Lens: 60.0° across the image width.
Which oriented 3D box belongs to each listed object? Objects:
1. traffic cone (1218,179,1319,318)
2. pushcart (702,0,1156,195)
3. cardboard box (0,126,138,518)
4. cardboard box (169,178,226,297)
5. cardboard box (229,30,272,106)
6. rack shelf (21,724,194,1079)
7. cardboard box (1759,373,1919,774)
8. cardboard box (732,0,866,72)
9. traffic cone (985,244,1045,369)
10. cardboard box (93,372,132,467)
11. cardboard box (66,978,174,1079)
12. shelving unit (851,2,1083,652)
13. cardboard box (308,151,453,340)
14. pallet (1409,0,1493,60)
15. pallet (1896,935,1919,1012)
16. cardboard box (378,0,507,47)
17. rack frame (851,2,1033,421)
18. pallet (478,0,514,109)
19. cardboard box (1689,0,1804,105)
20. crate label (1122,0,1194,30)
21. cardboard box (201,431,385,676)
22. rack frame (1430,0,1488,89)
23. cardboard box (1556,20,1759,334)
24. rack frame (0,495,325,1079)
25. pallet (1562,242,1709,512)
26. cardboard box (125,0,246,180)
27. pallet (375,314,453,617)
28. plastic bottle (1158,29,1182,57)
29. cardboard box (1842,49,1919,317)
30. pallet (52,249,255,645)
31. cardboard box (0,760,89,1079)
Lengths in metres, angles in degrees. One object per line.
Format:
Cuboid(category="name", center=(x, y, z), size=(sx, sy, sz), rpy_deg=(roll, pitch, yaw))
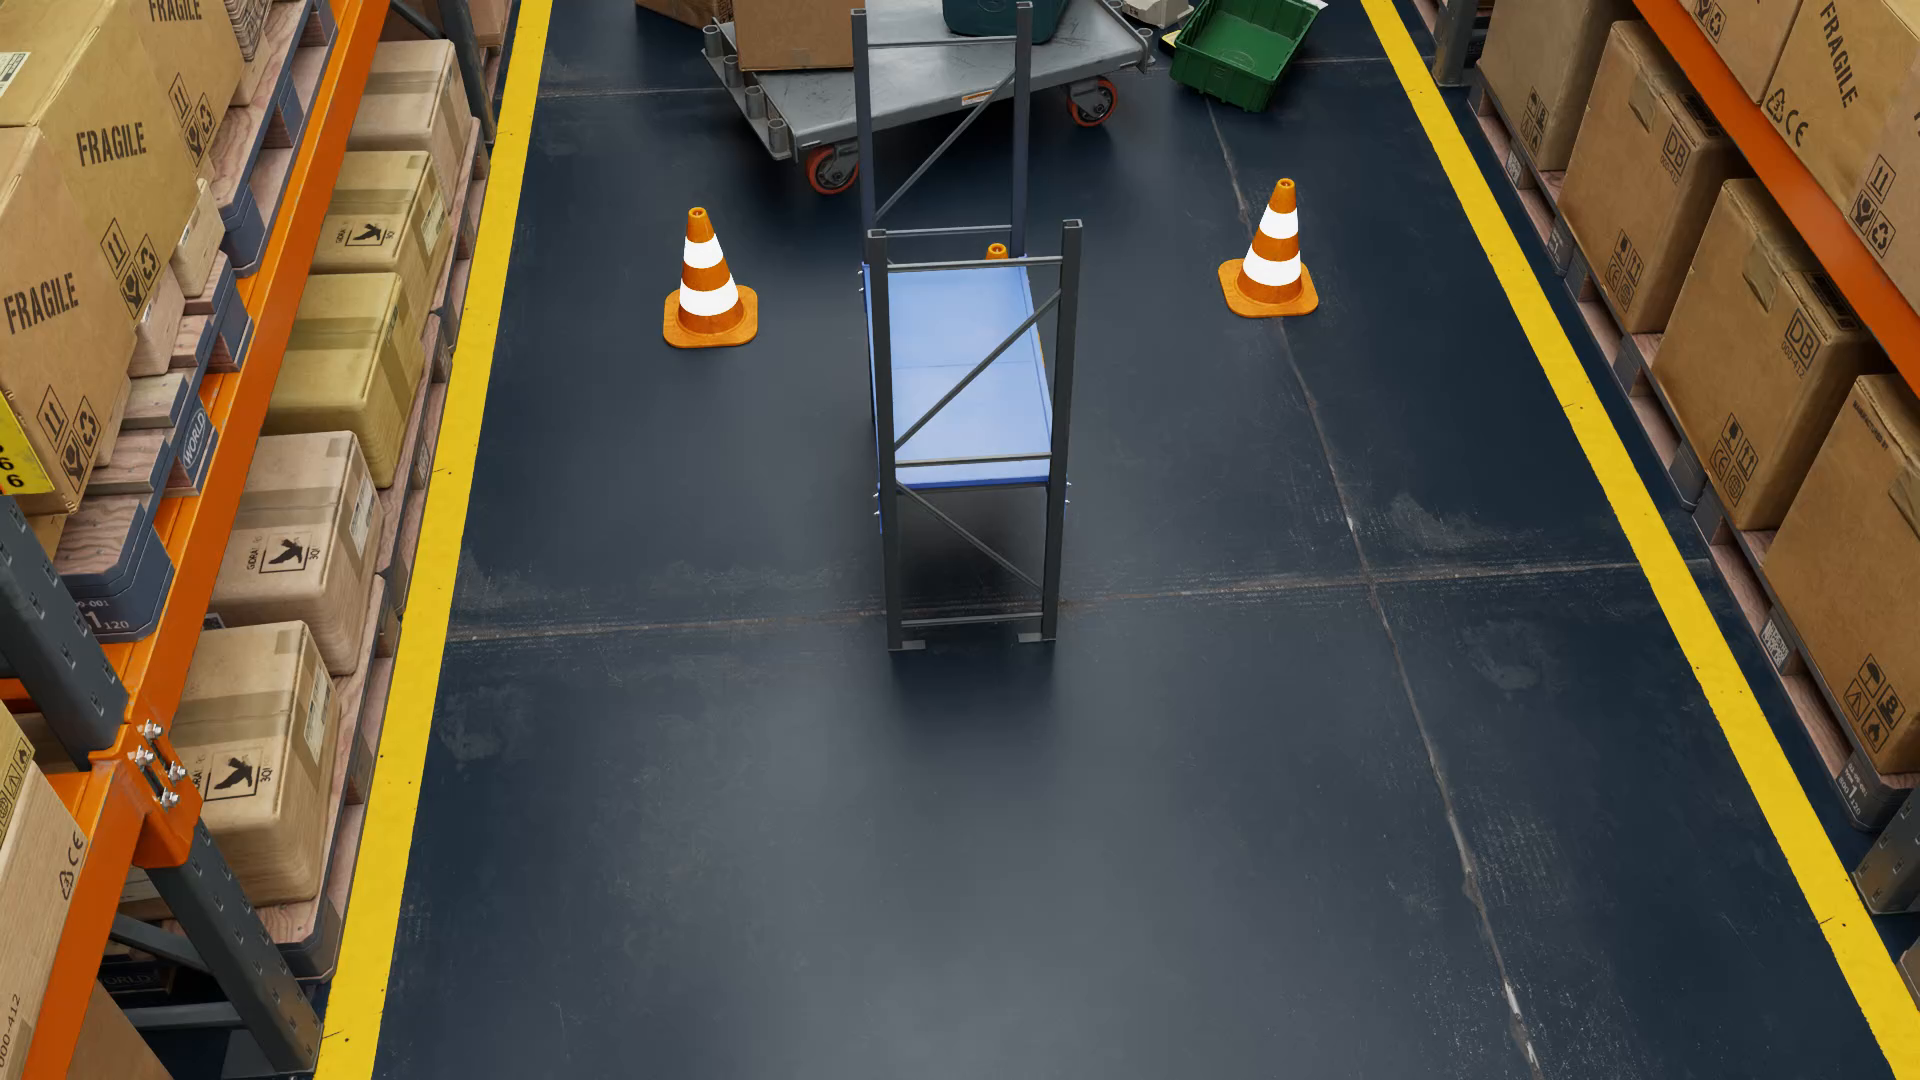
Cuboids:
Cuboid(category="traffic cone", center=(1.133, -1.087, 5.961), size=(0.336, 0.463, 0.334), rpy_deg=(-3, 47, -3))
Cuboid(category="pushcart", center=(-0.131, -1.920, 6.809), size=(1.648, 0.377, 0.936), rpy_deg=(-19, 49, -17))
Cuboid(category="cardboard box", center=(-1.871, -0.374, 2.975), size=(0.500, 0.500, 0.500), rpy_deg=(-5, 47, -4))
Cuboid(category="cardboard box", center=(-1.875, -0.665, 3.698), size=(0.380, 0.149, 0.250), rpy_deg=(-3, 47, -3))
Cuboid(category="cardboard box", center=(-1.993, -1.230, 4.233), size=(0.380, 0.149, 0.250), rpy_deg=(-2, 47, -2))
Cuboid(category="rack shelf", center=(-1.896, 1.941, 1.841), size=(1.077, 0.370, 4.000), rpy_deg=(-3, 47, -3))
Cuboid(category="cardboard box", center=(2.899, 0.056, 4.391), size=(1.050, 0.750, 0.750), rpy_deg=(-4, 47, -4))
Cuboid(category="cardboard box", center=(-0.627, -2.178, 6.447), size=(0.500, 0.500, 0.500), rpy_deg=(-3, 47, -3))
Cuboid(category="traffic cone", center=(0.121, -0.814, 5.702), size=(0.336, 0.463, 0.334), rpy_deg=(-3, 47, -3))
Cuboid(category="cardboard box", center=(-1.896, -0.264, 3.318), size=(0.380, 0.149, 0.250), rpy_deg=(-6, 47, -6))
Cuboid(category="cardboard box", center=(-2.089, 1.338, 3.091), size=(0.875, 0.875, 0.875), rpy_deg=(-4, 47, -4))
Cuboid(category="shelving unit", center=(-0.007, -0.577, 4.764), size=(0.538, 1.500, 1.048), rpy_deg=(-3, 47, -3))
Cuboid(category="cardboard box", center=(-2.289, -0.989, 5.641), size=(0.950, 0.372, 0.625), rpy_deg=(-1, 47, -1))
Cuboid(category="pallet", center=(2.540, -2.617, 7.584), size=(1.003, 0.211, 1.213), rpy_deg=(-3, 47, -3))
Cuboid(category="pallet", center=(2.925, 1.397, 3.782), size=(1.003, 0.211, 1.213), rpy_deg=(-3, 47, -3))
Cuboid(category="cardboard box", center=(-2.179, -2.290, 6.957), size=(0.500, 0.250, 0.500), rpy_deg=(-5, 47, -5))
Cuboid(category="rack frame", center=(-0.050, -0.945, 5.112), size=(0.500, 1.500, 0.032), rpy_deg=(-3, 47, -3))
Cuboid(category="pallet", center=(-2.490, -2.172, 7.162), size=(1.003, 0.211, 1.213), rpy_deg=(-3, 47, -3))
Cuboid(category="cardboard box", center=(2.426, -1.564, 4.597), size=(0.500, 0.500, 0.500), rpy_deg=(-3, 47, -3))
Cuboid(category="crate label", center=(0.873, -2.423, 7.451), size=(0.298, 0.136, 0.250), rpy_deg=(-36, 56, -29))
Cuboid(category="cardboard box", center=(-2.171, 0.063, 4.645), size=(0.950, 0.372, 0.625), rpy_deg=(-4, 47, -4))
Cuboid(category="rack frame", center=(2.526, -3.021, 6.046), size=(1.000, 3.000, 0.127), rpy_deg=(-3, 47, -3))
Cuboid(category="cardboard box", center=(2.744, -1.250, 5.628), size=(1.050, 0.750, 0.750), rpy_deg=(-3, 47, -3))
Cuboid(category="rack frame", center=(-2.064, 0.247, 2.950), size=(1.000, 3.000, 0.127), rpy_deg=(-3, 47, -3))
Cuboid(category="pallet", center=(2.771, -0.624, 5.696), size=(1.003, 0.211, 1.213), rpy_deg=(-3, 47, -3))
Cuboid(category="cardboard box", center=(-1.972, -1.134, 3.696), size=(0.500, 0.500, 0.500), rpy_deg=(-3, 47, -3))
Cuboid(category="pallet", center=(-2.227, -0.241, 5.332), size=(1.003, 0.211, 1.213), rpy_deg=(-3, 47, -3))
Cuboid(category="plastic bottle", center=(0.999, -2.119, 7.215), size=(0.133, 0.061, 0.283), rpy_deg=(-27, 52, -23))
Cuboid(category="cardboard box", center=(2.515, -0.832, 3.903), size=(0.500, 0.500, 0.500), rpy_deg=(-3, 47, -3))
Cuboid(category="pallet", center=(-2.229, -0.197, 3.502), size=(1.213, 0.211, 1.003), rpy_deg=(-3, 47, -3))
Cuboid(category="cardboard box", center=(-1.763, 0.648, 2.673), size=(0.500, 0.250, 0.500), rpy_deg=(-5, 47, -5))
